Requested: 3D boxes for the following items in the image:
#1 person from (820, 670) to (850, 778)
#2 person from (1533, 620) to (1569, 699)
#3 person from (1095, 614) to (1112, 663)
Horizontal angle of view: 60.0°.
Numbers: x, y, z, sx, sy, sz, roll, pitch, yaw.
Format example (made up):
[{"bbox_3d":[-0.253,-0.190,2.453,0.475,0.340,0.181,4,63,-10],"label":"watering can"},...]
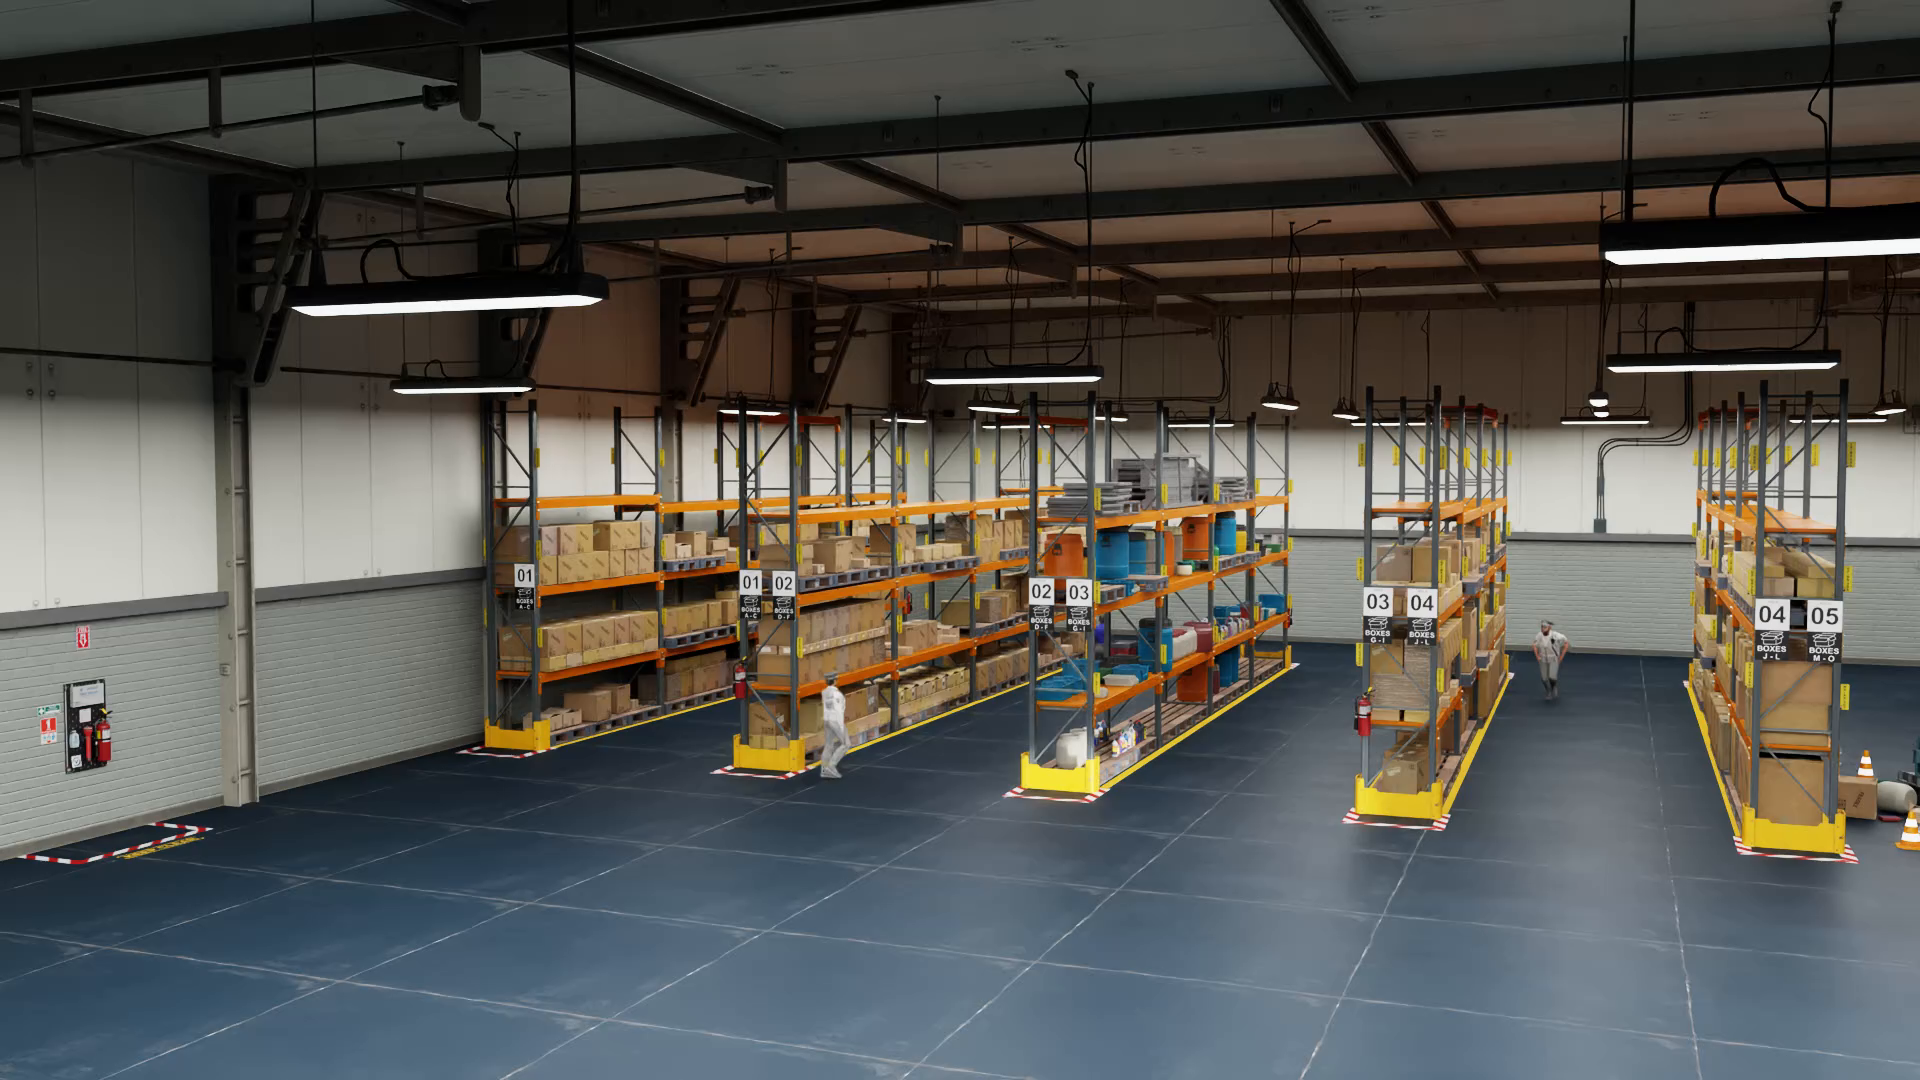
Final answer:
[{"bbox_3d":[-1.998,2.878,26.017,0.436,1.657,0.589,-2,3,-33],"label":"person"},{"bbox_3d":[12.217,2.470,34.358,0.717,1.685,0.709,2,3,31],"label":"person"},{"bbox_3d":[3.065,2.415,35.775,0.495,1.652,0.459,1,3,26],"label":"person"}]
